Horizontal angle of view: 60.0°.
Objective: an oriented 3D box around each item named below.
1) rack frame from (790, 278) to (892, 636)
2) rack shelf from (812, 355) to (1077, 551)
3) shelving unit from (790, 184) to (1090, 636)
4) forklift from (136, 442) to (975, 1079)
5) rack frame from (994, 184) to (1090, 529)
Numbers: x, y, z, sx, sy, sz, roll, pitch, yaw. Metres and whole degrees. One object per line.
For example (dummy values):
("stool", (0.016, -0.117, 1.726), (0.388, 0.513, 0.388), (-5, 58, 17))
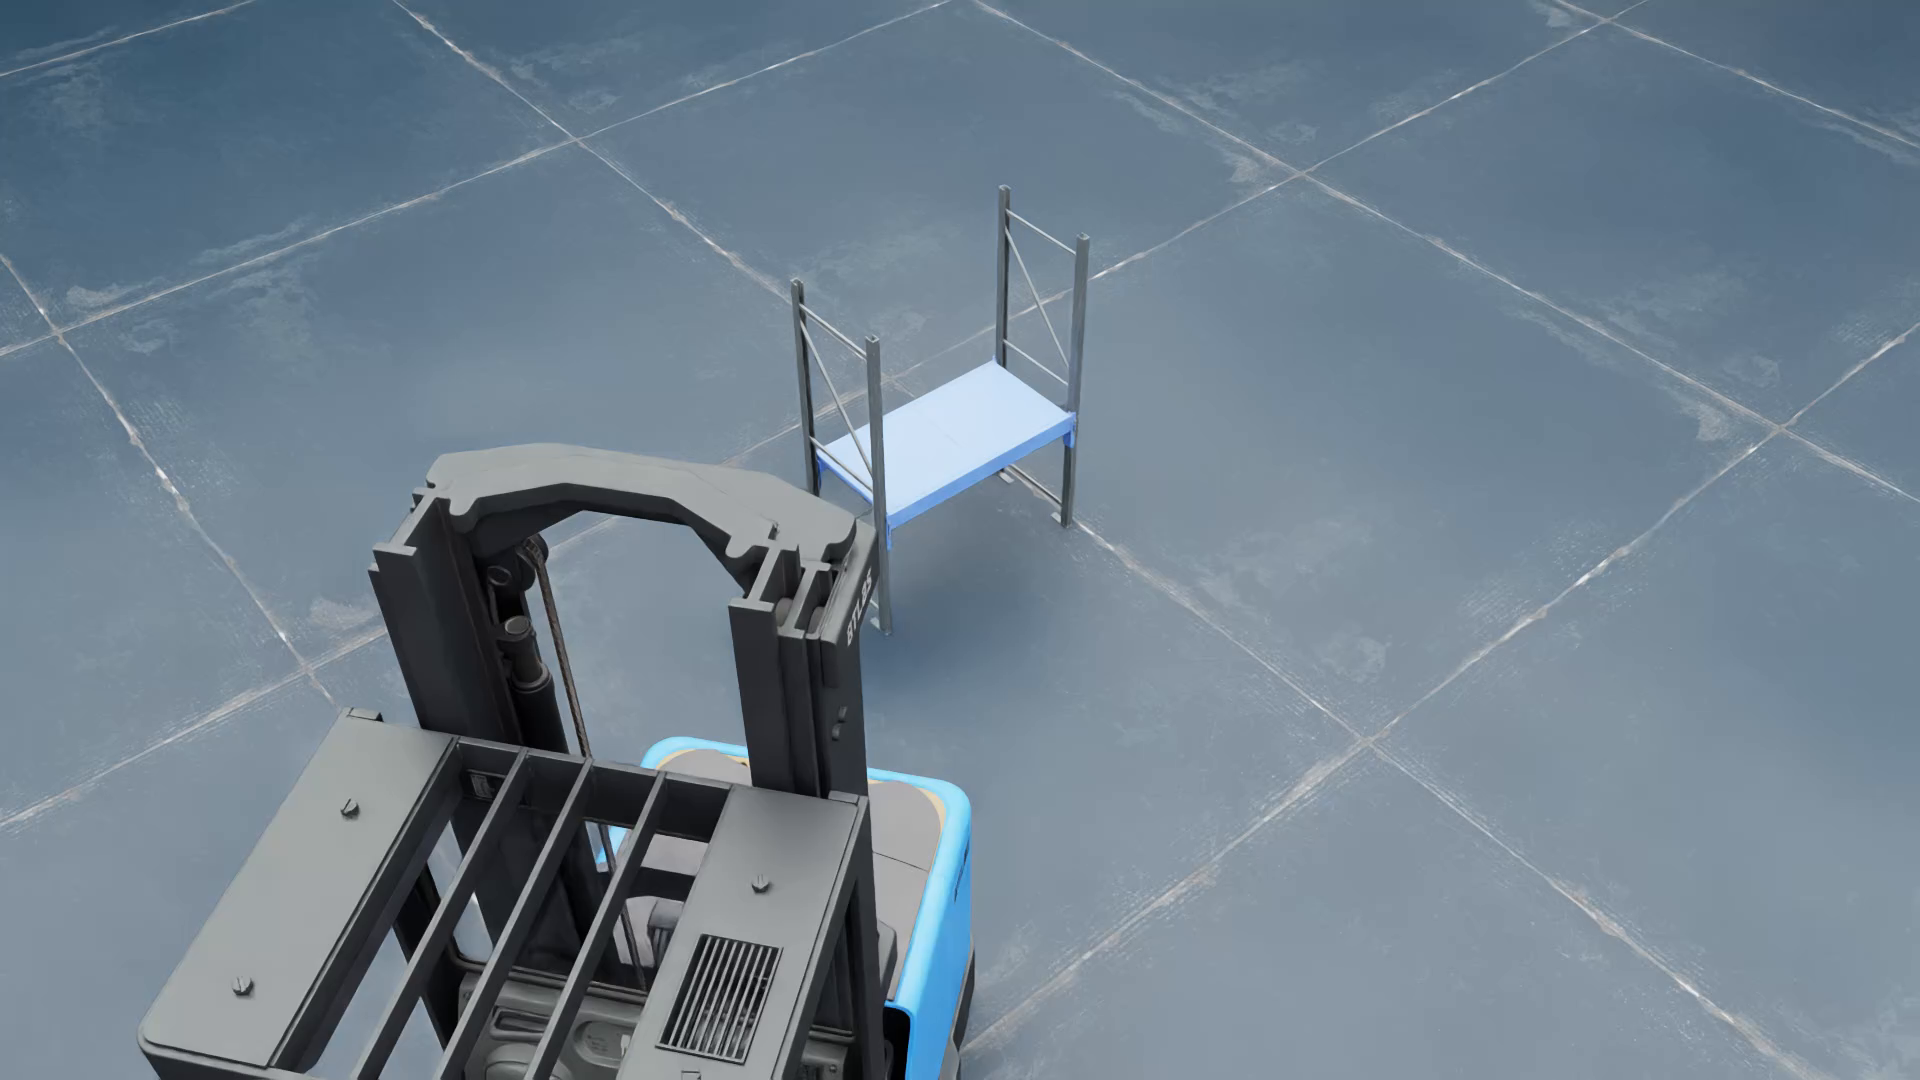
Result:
("rack frame", (-0.455, -0.286, 6.513), (0.032, 1.500, 0.500), (-30, 51, -28))
("rack shelf", (-0.065, -0.378, 6.873), (1.000, 0.185, 0.538), (-30, 51, -28))
("shelving unit", (-0.065, -0.509, 6.750), (1.048, 1.500, 0.538), (-30, 51, -28))
("forklift", (-0.765, 1.361, 3.713), (1.130, 2.935, 3.031), (8, 44, 9))
("rack frame", (0.325, -0.732, 6.988), (0.032, 1.500, 0.500), (-30, 51, -28))
